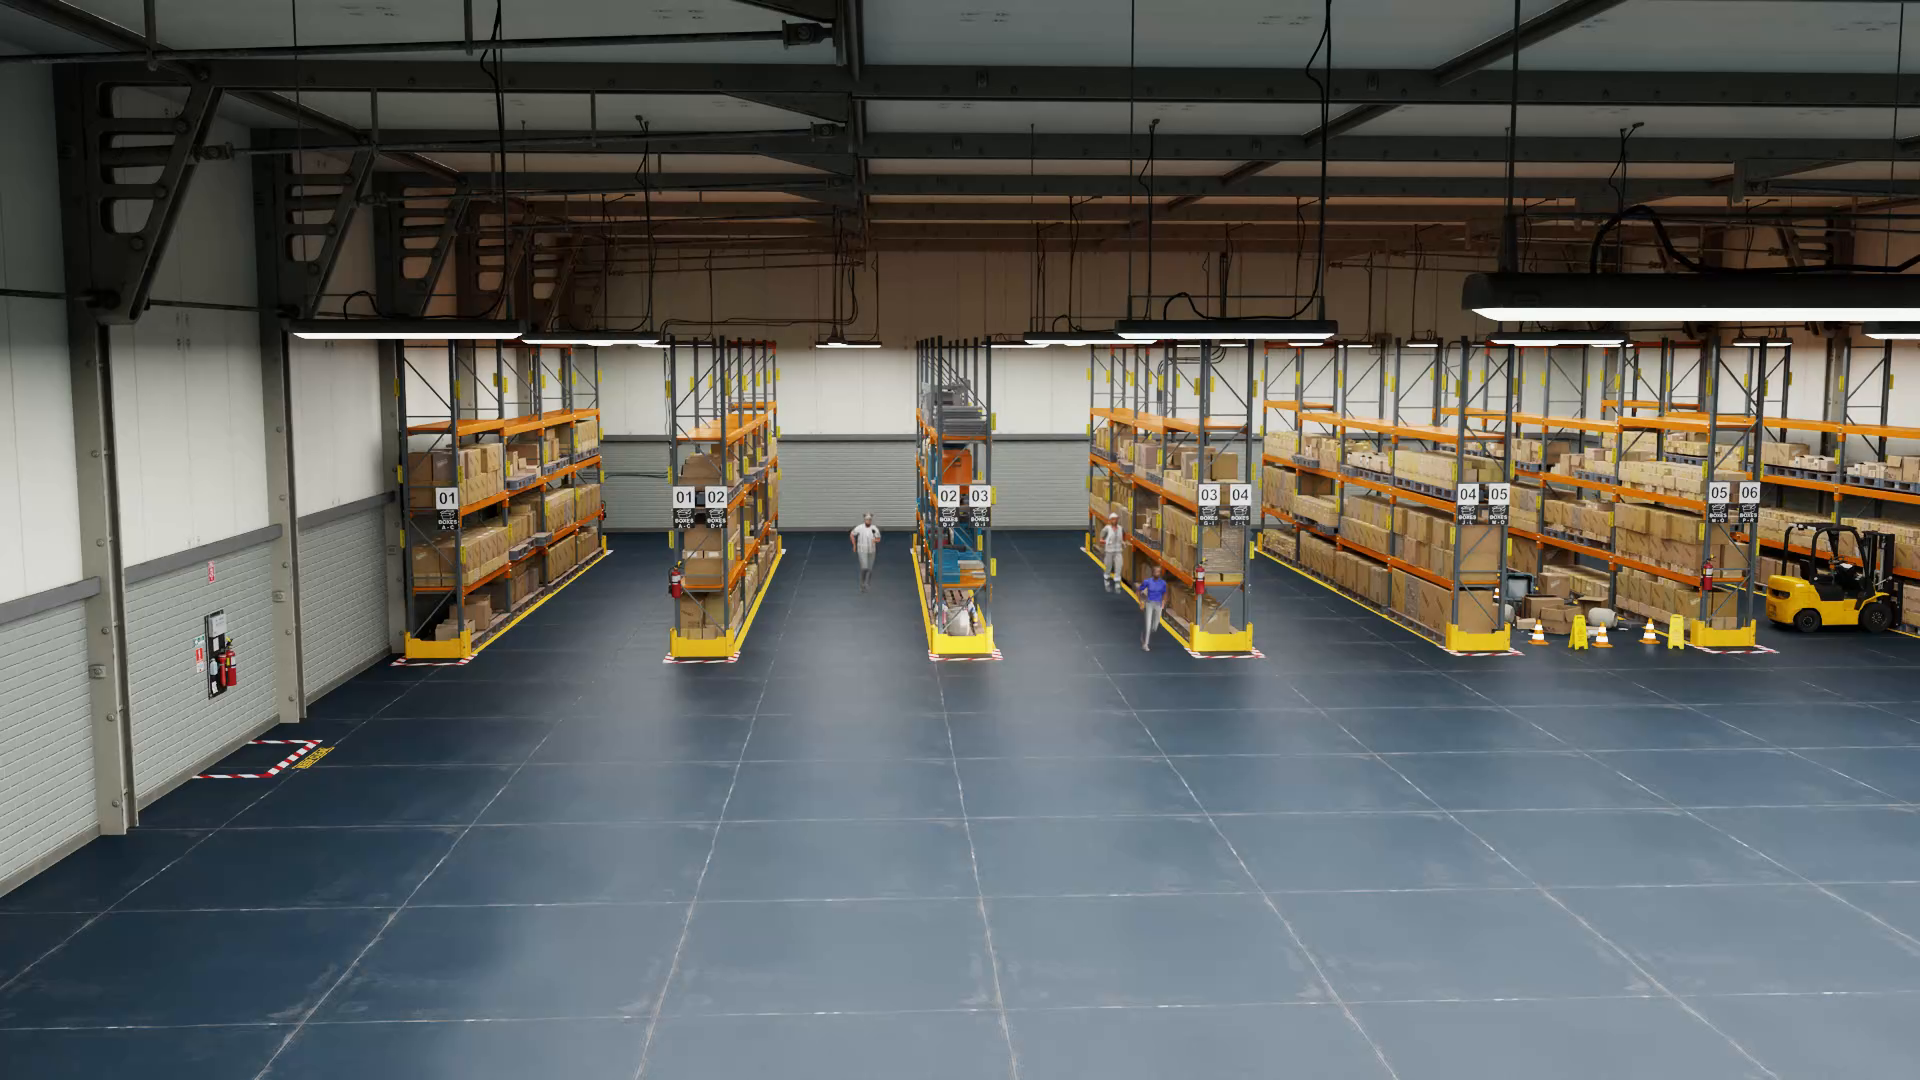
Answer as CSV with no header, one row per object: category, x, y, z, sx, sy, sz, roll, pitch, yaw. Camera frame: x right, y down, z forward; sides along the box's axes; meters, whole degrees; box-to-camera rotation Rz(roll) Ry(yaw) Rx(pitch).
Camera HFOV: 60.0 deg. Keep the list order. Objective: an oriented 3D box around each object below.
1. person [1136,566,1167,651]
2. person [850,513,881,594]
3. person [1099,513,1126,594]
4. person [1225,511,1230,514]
person,3.709,1.303,32.064,0.615,1.612,0.594,-1,7,-10
person,-2.100,0.302,37.699,0.652,1.836,0.653,-2,7,-18
person,3.440,0.307,37.176,0.661,1.823,0.942,-1,7,-10
person,7.326,-0.513,47.432,0.766,1.693,0.579,4,7,30
